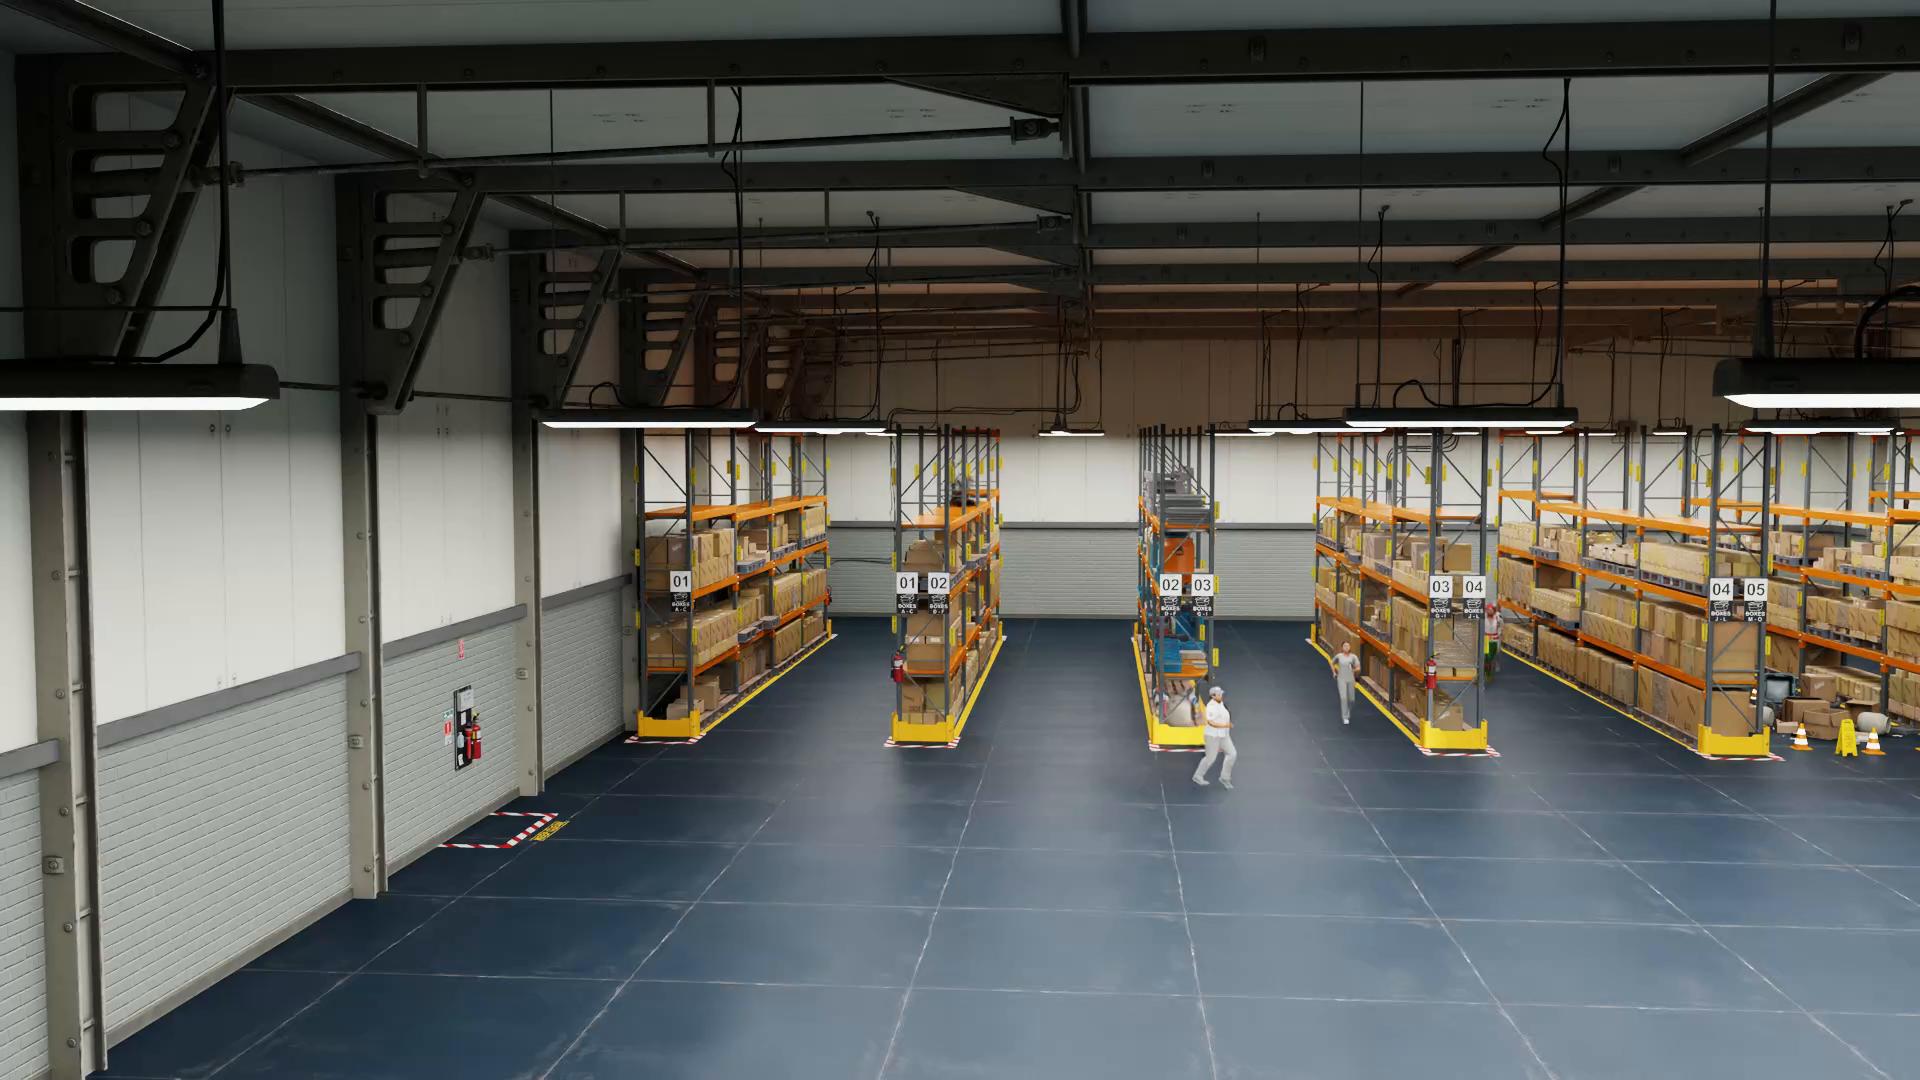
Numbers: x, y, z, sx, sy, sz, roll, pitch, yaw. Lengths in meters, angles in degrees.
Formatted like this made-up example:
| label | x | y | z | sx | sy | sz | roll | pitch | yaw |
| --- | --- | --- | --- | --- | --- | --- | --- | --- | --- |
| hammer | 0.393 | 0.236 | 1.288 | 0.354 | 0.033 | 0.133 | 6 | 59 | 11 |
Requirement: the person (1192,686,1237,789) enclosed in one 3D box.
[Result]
| label | x | y | z | sx | sy | sz | roll | pitch | yaw |
| --- | --- | --- | --- | --- | --- | --- | --- | --- | --- |
| person | 4.178 | 3.249 | 27.254 | 0.718 | 1.717 | 0.604 | 3 | 4 | 36 |

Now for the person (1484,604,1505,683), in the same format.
| label | x | y | z | sx | sy | sz | roll | pitch | yaw |
| --- | --- | --- | --- | --- | --- | --- | --- | --- | --- |
| person | 12.579 | 2.433 | 39.412 | 0.623 | 1.838 | 0.845 | 0 | 3 | 0 |

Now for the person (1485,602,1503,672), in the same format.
| label | x | y | z | sx | sy | sz | roll | pitch | yaw |
| --- | --- | --- | --- | --- | --- | --- | --- | --- | --- |
| person | 13.156 | 2.385 | 41.088 | 0.567 | 1.754 | 0.766 | 0 | 4 | 8 |

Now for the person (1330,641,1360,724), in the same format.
| label | x | y | z | sx | sy | sz | roll | pitch | yaw |
| --- | --- | --- | --- | --- | --- | --- | --- | --- | --- |
| person | 7.775 | 2.845 | 33.530 | 0.575 | 1.645 | 0.914 | 0 | 3 | 5 |
